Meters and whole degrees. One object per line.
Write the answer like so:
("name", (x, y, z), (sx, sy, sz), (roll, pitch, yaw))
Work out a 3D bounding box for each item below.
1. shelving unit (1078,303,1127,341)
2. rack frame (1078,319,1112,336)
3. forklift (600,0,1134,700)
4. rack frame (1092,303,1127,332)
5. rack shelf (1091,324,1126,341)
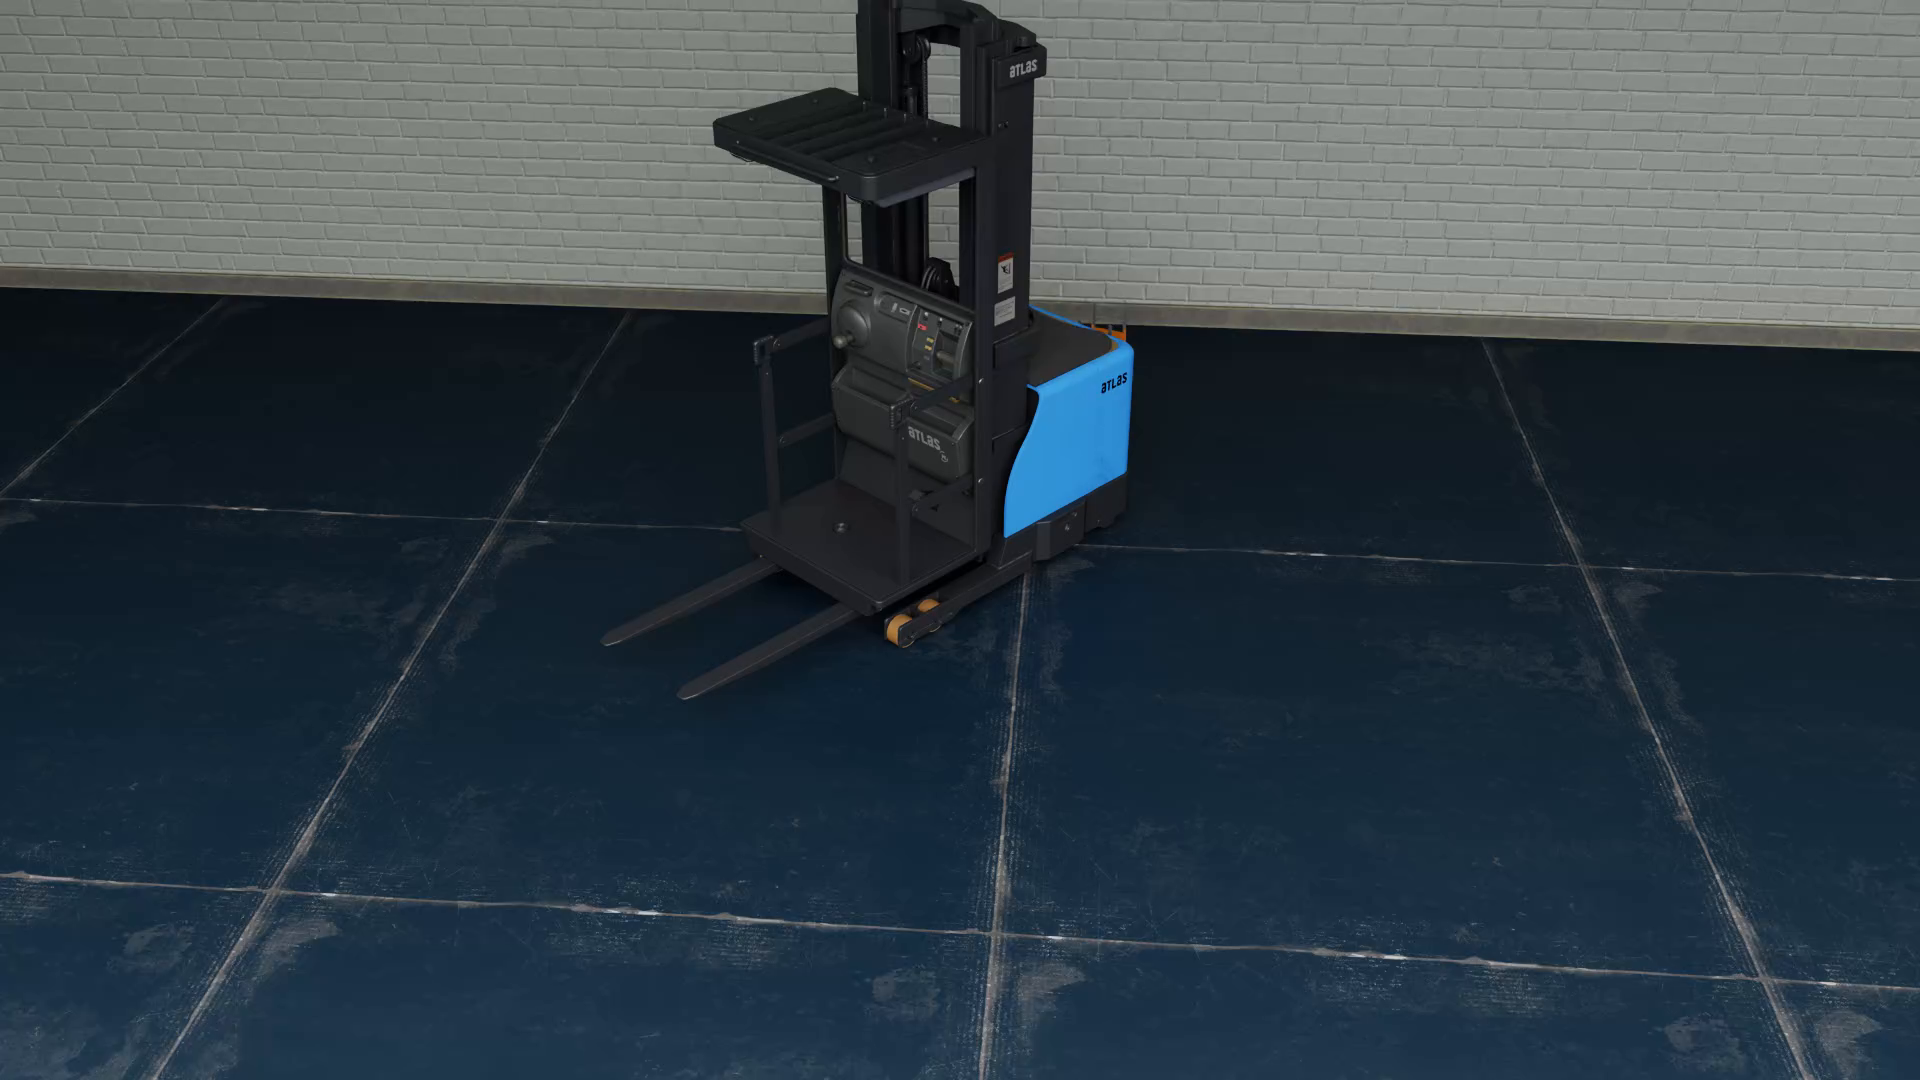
("shelving unit", (0.797, -0.814, 9.570), (0.215, 1.050, 0.252), (13, 34, 21))
("rack frame", (0.746, -0.756, 9.476), (0.200, 1.050, 0.008), (13, 34, 21))
("forklift", (-0.443, -1.012, 8.099), (1.130, 2.935, 3.031), (27, 41, 37))
("rack frame", (0.847, -0.872, 9.665), (0.200, 1.050, 0.008), (13, 34, 21))
("rack shelf", (0.797, -1.047, 9.427), (0.215, 0.259, 0.240), (13, 34, 21))
